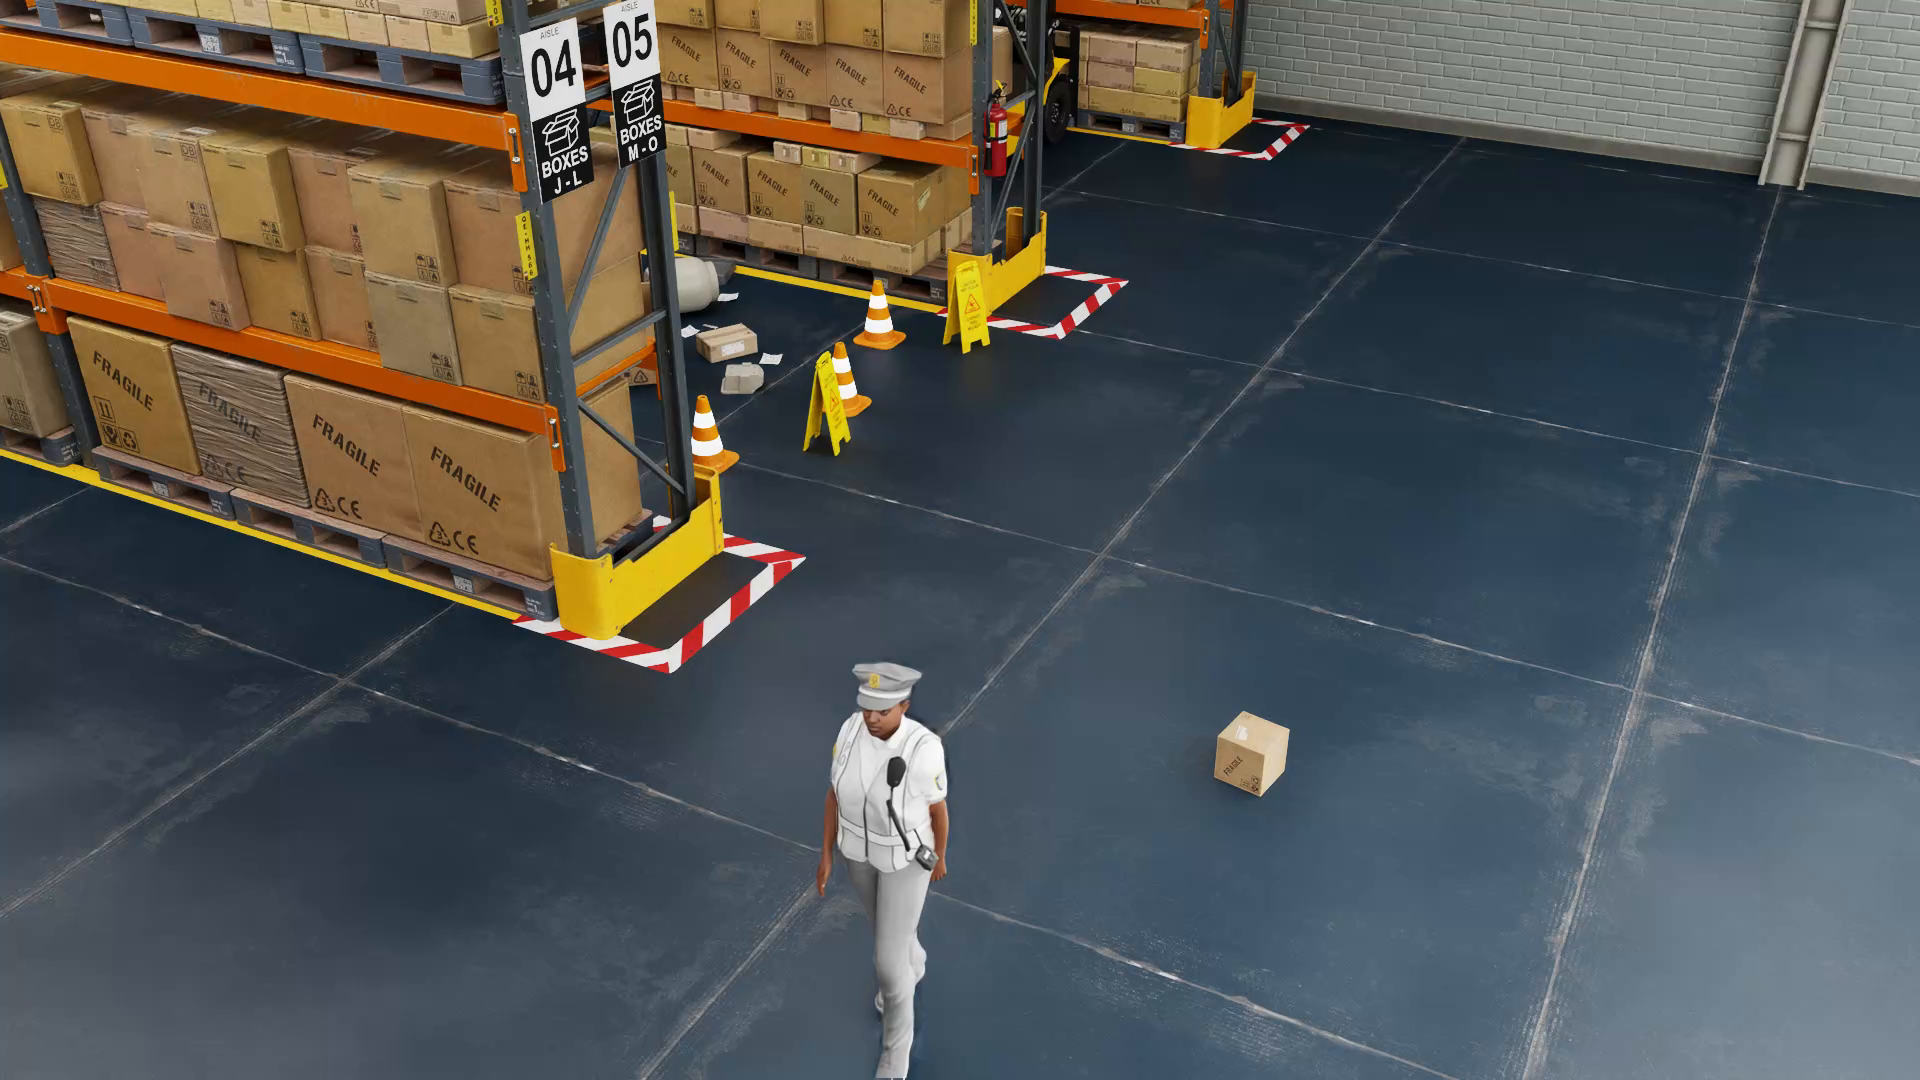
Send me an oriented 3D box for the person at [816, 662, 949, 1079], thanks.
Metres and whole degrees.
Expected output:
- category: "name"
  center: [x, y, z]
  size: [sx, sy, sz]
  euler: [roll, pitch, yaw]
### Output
- category: "person"
  center: [-0.299, 1.212, 6.215]
  size: [0.446, 1.755, 0.593]
  euler: [17, 34, 26]
